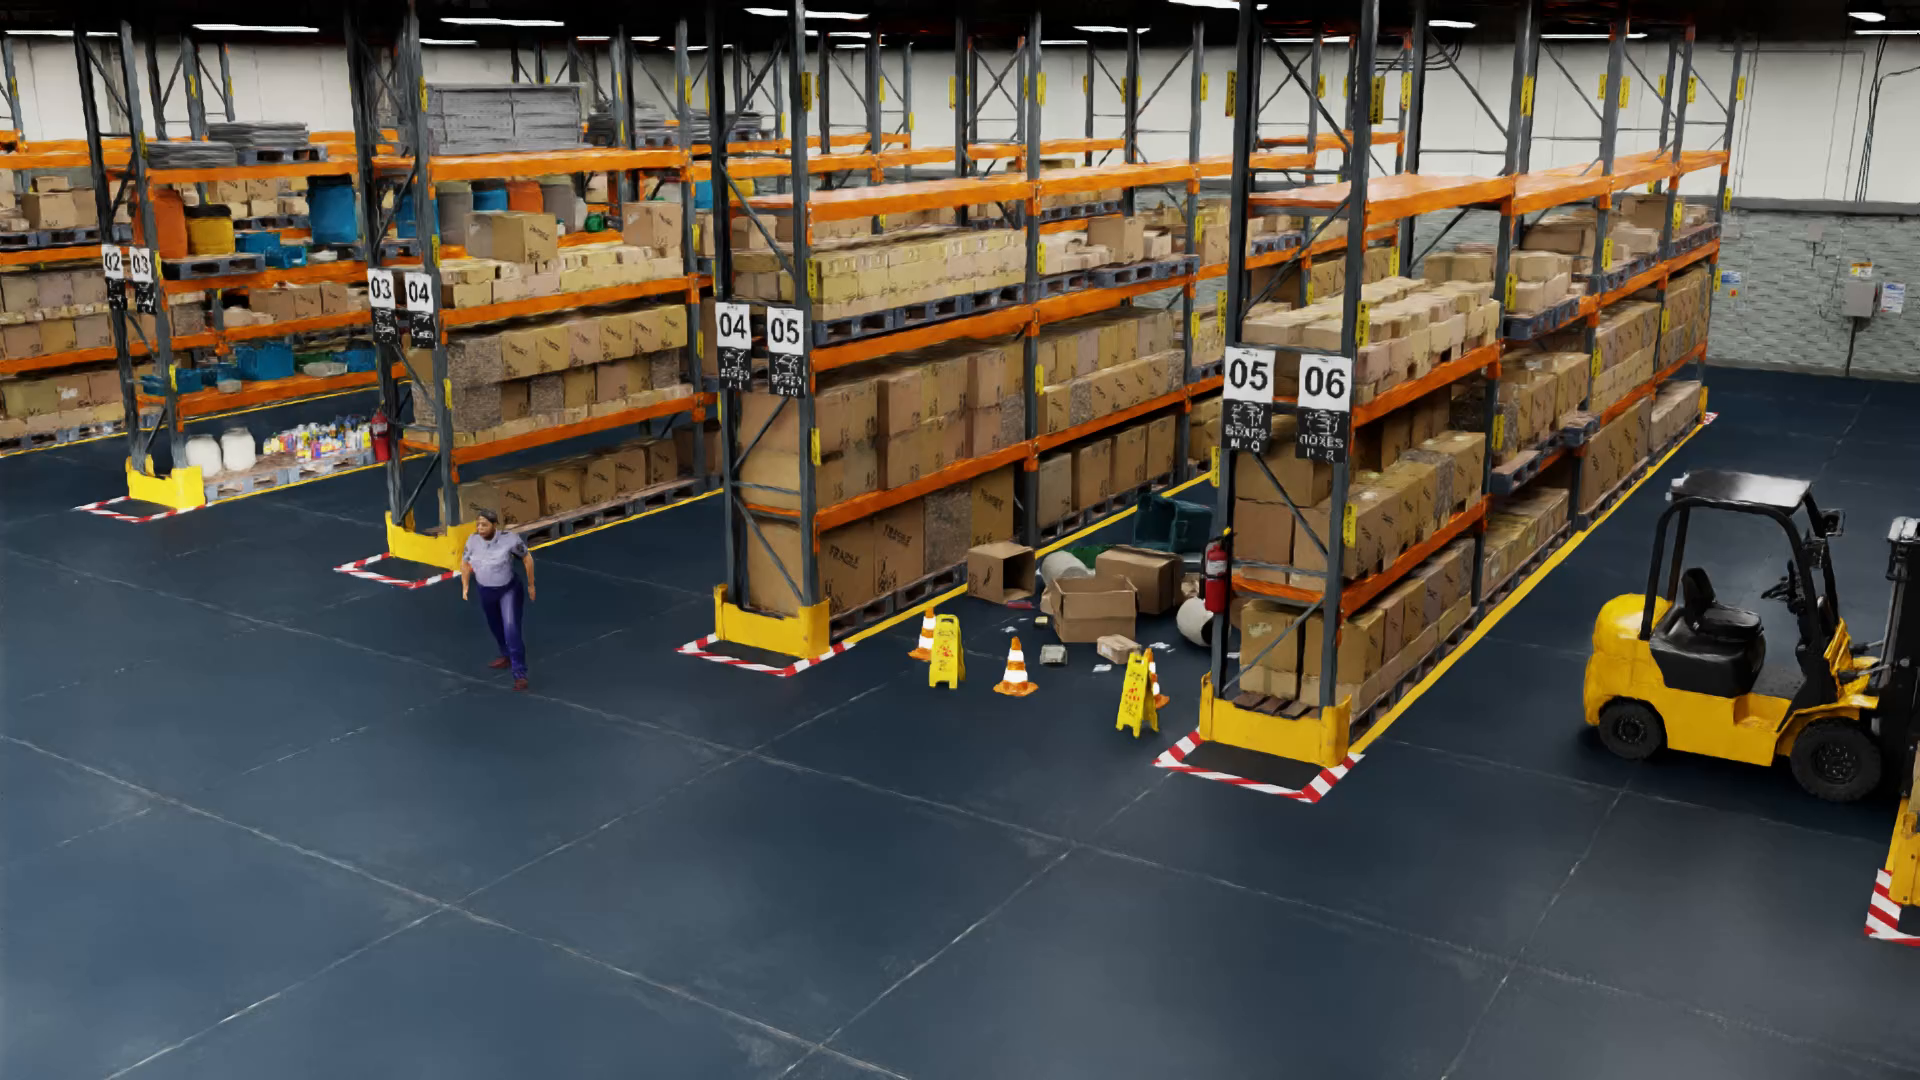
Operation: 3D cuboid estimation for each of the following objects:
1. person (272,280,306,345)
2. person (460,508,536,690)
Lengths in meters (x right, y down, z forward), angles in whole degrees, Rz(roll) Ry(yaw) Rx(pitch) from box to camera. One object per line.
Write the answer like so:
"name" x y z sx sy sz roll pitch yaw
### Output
"person" -12.731 -4.277 31.375 0.571 1.708 1.033 7 17 24
"person" -4.009 0.538 14.645 0.660 1.403 0.811 4 16 14
